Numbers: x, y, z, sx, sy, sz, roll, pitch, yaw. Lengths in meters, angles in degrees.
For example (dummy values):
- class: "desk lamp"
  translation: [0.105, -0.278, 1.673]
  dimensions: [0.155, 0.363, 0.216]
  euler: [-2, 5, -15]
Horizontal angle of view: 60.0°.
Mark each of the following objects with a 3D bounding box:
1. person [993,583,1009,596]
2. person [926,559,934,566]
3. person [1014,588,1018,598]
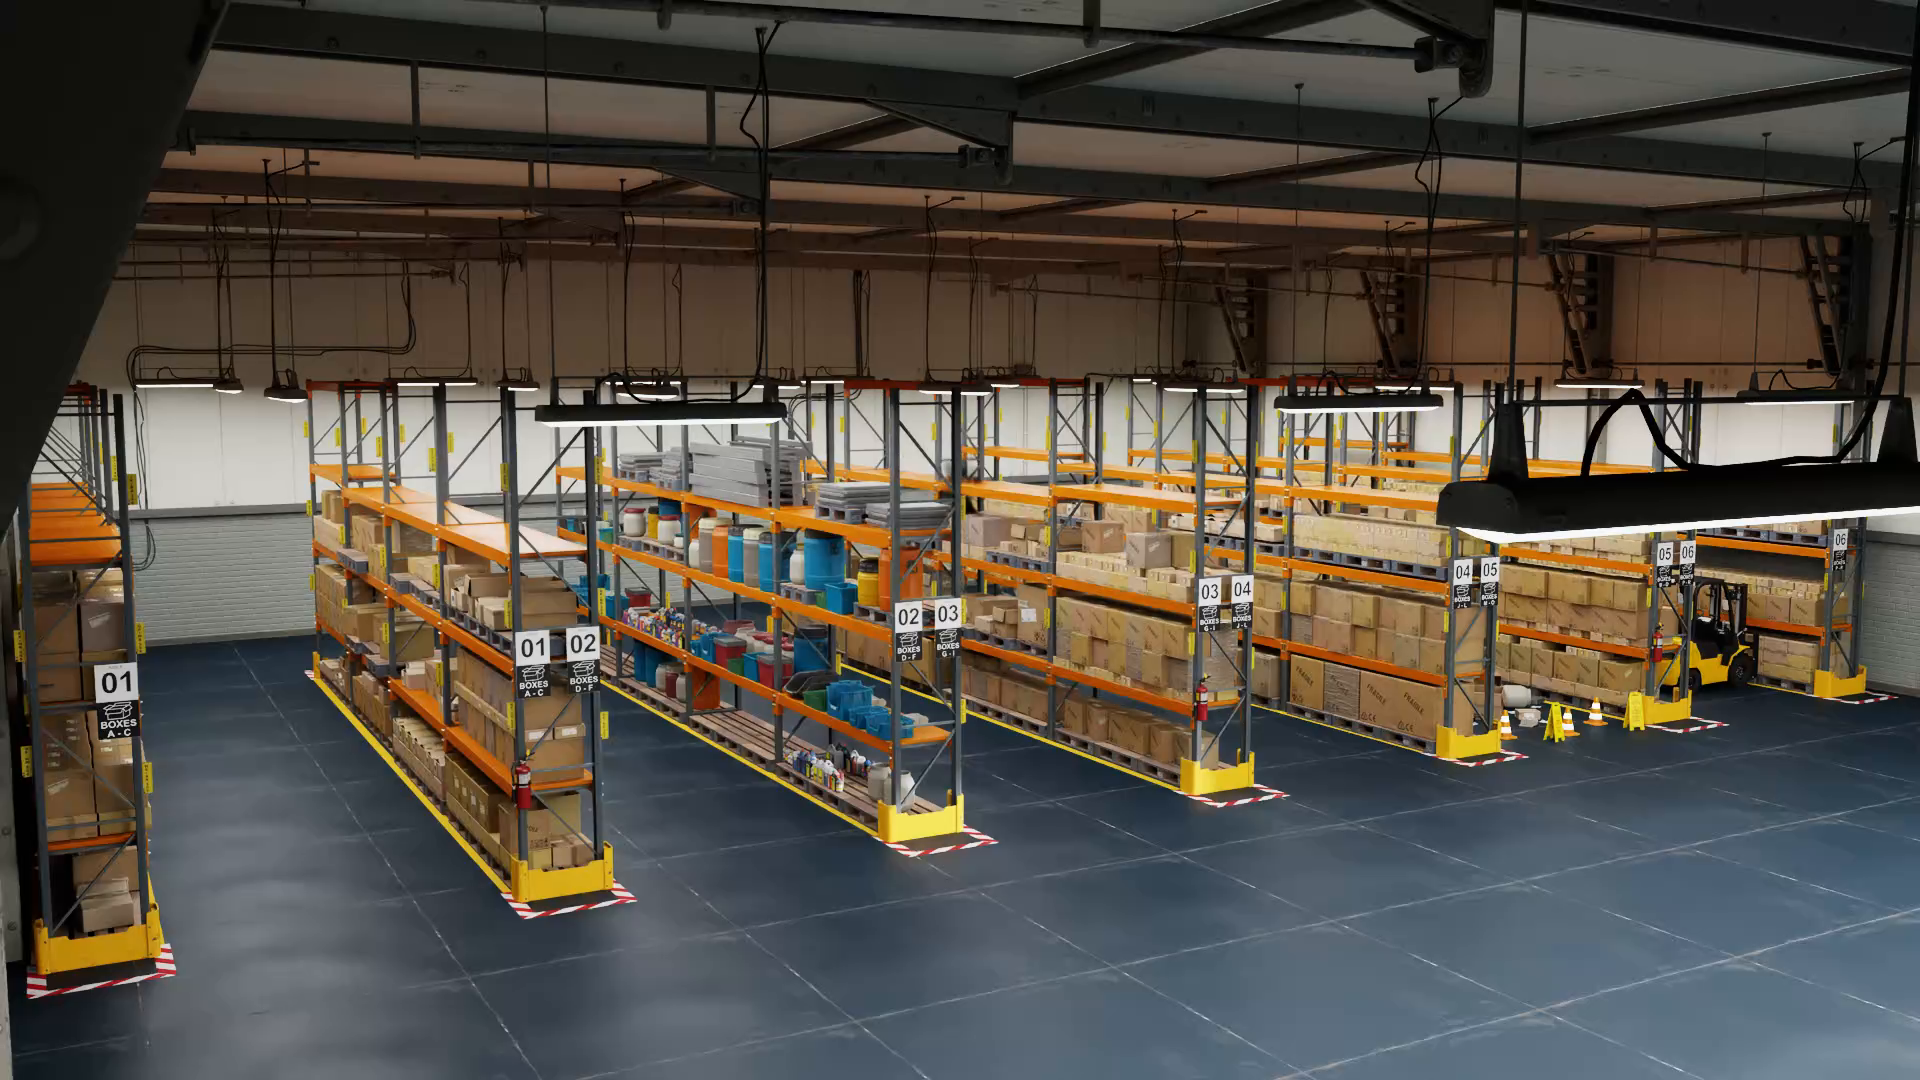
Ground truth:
- class: "person"
  translation: [1.043, 1.041, 42.193]
  dimensions: [0.485, 1.617, 0.622]
  euler: [2, 7, 22]
- class: "person"
  translation: [-0.708, 1.109, 41.612]
  dimensions: [0.888, 1.651, 0.703]
  euler: [-5, 8, -40]
- class: "person"
  translation: [1.703, 0.970, 43.033]
  dimensions: [0.796, 1.715, 0.623]
  euler: [-4, 7, -31]
